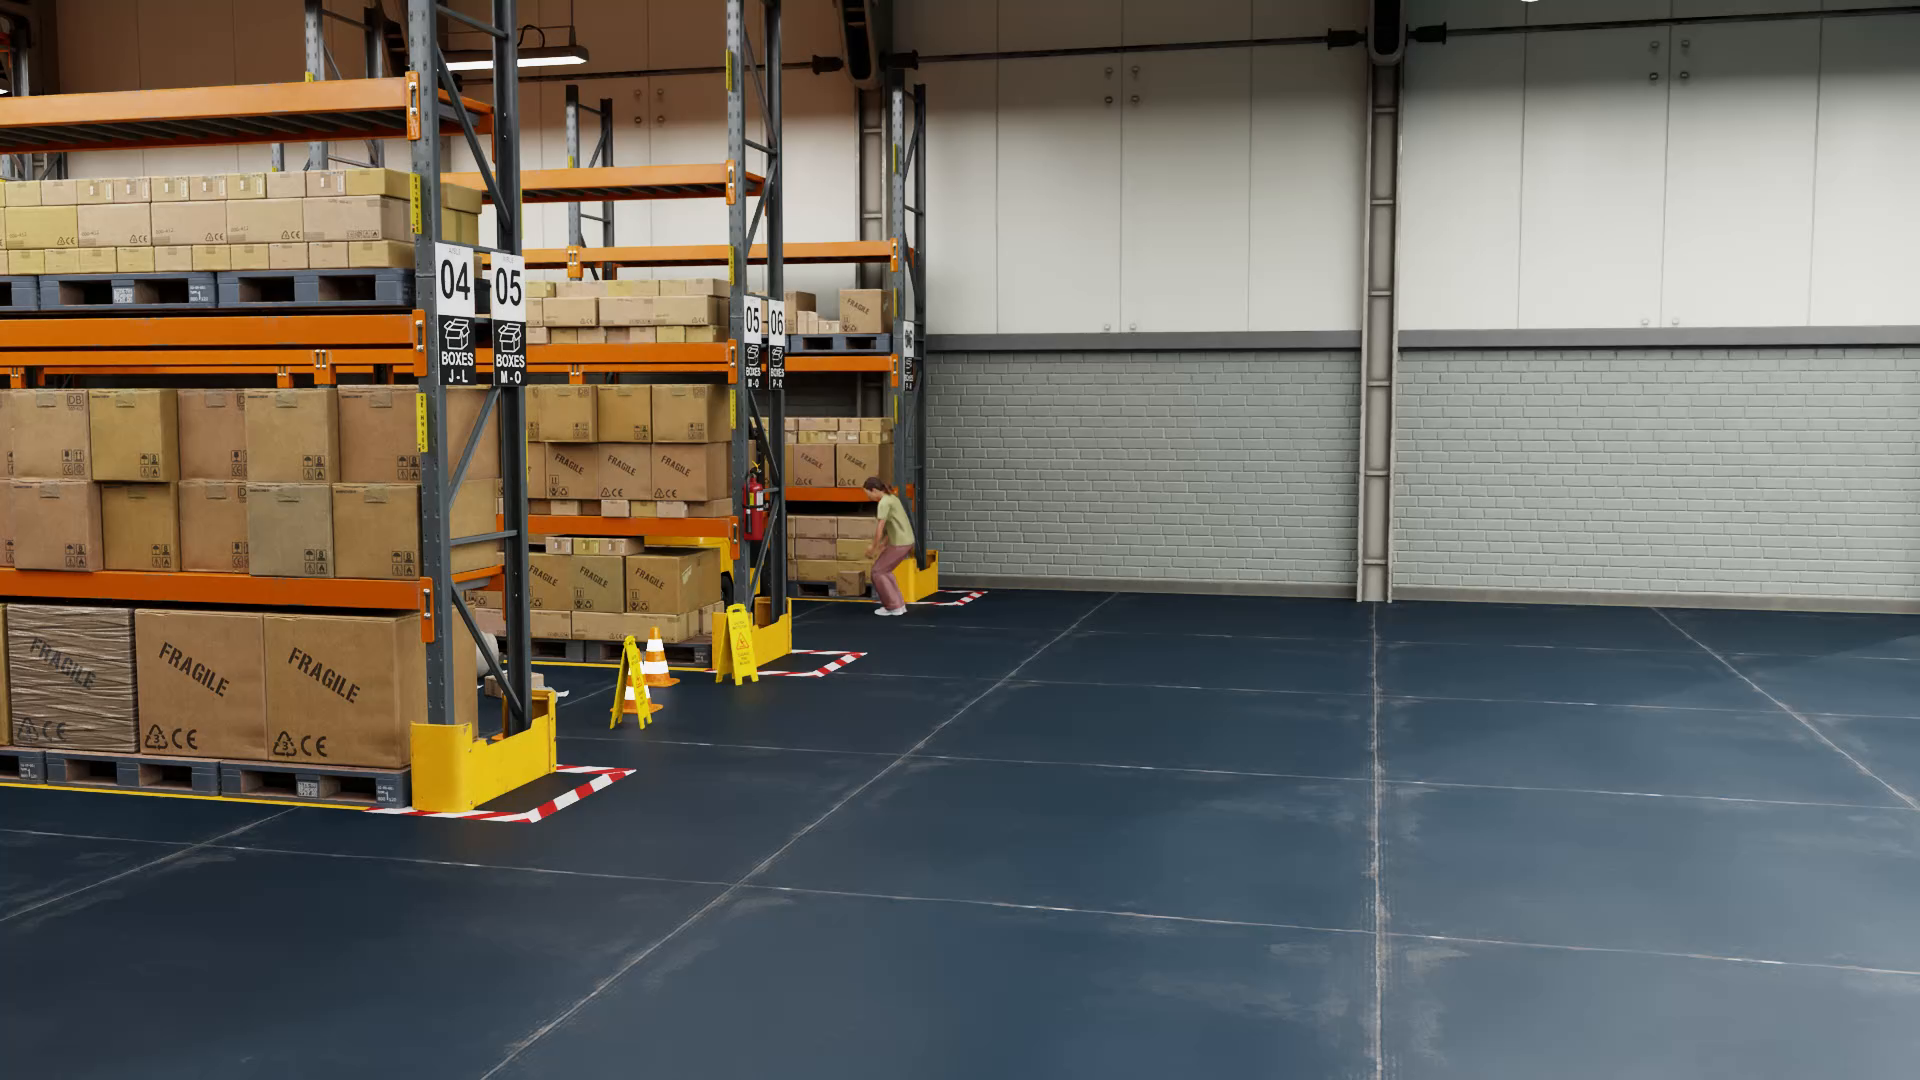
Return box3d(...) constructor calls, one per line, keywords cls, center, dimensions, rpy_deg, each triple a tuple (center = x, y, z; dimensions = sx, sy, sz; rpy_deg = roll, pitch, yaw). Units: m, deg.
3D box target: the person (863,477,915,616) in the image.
box3d(cls="person", center=(-0.777, 0.063, 17.934), dimensions=(0.553, 1.493, 0.502), rpy_deg=(1, 5, 14))
